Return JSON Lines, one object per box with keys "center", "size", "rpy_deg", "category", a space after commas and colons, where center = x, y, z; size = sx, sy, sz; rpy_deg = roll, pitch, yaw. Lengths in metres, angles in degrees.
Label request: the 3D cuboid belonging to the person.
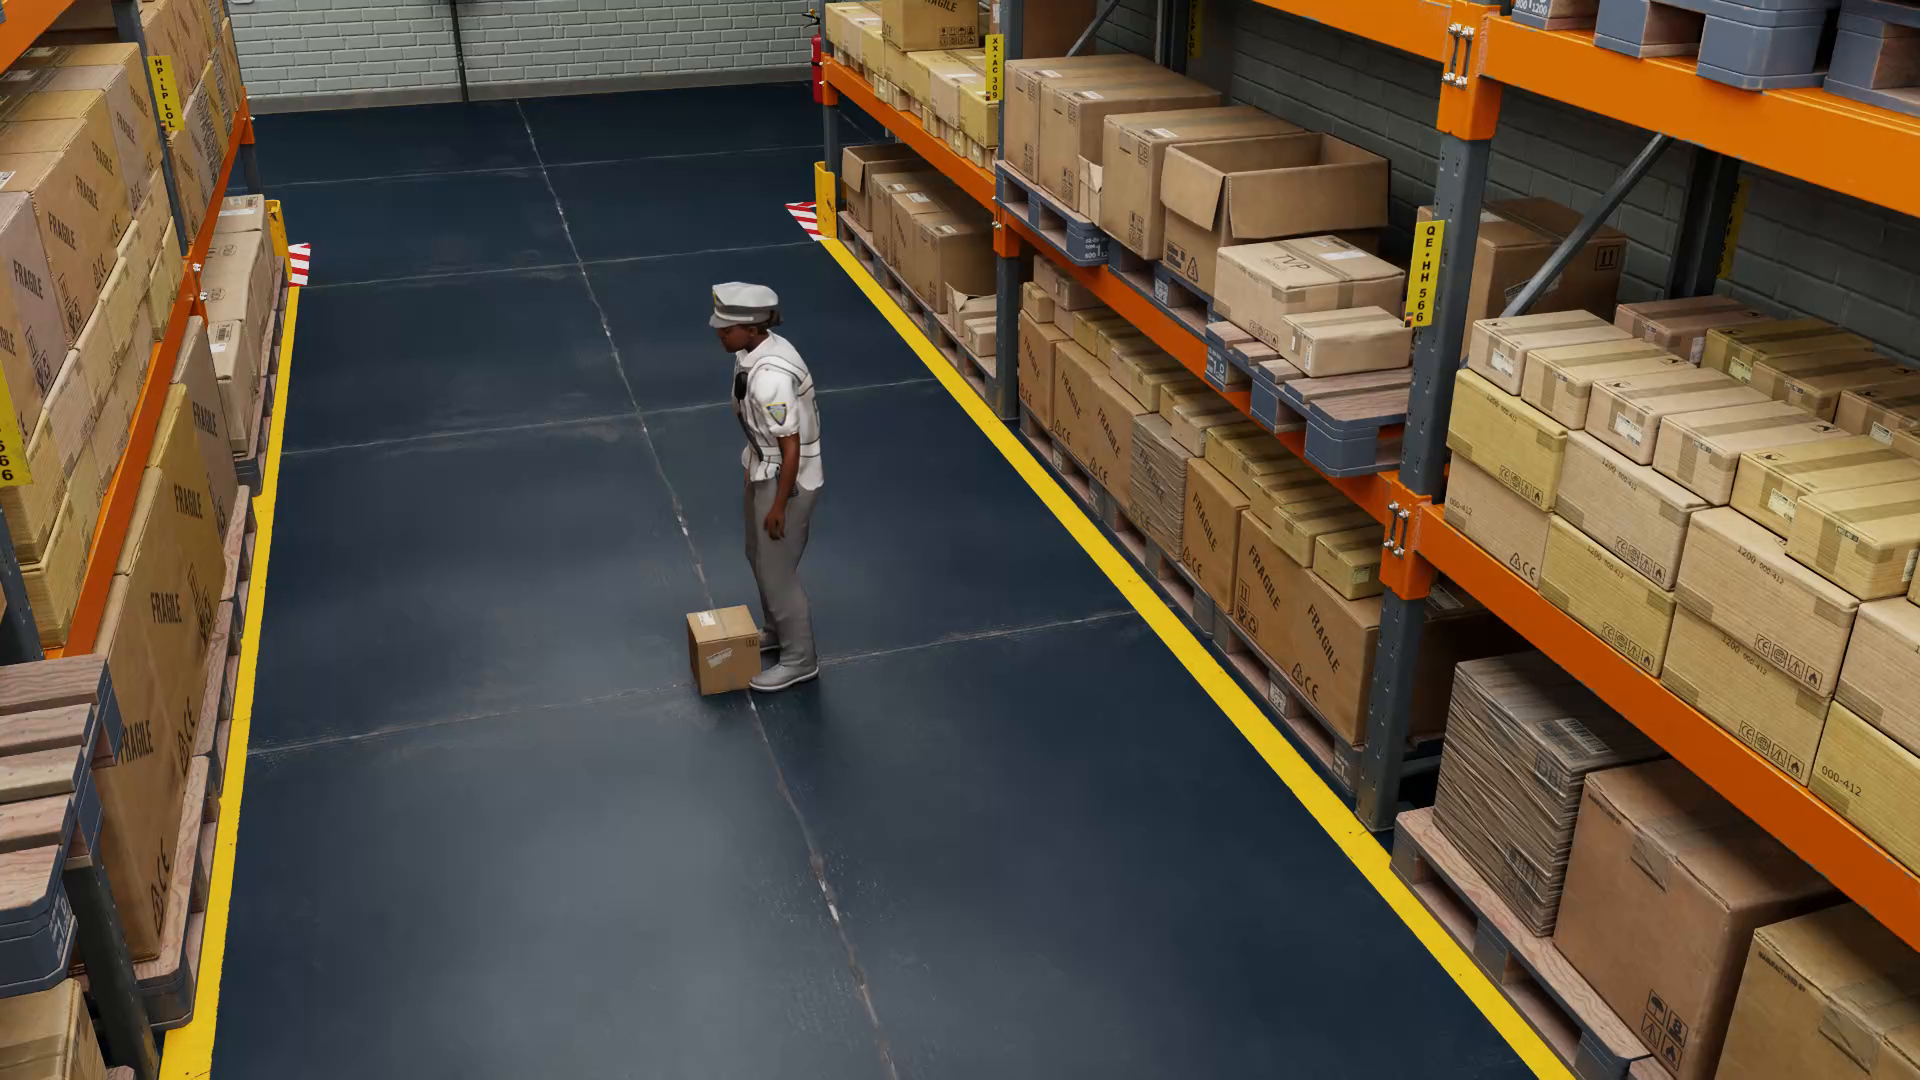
{"center": [-0.746, -0.215, 6.548], "size": [0.399, 1.657, 0.512], "rpy_deg": [-8, 28, -15], "category": "person"}
